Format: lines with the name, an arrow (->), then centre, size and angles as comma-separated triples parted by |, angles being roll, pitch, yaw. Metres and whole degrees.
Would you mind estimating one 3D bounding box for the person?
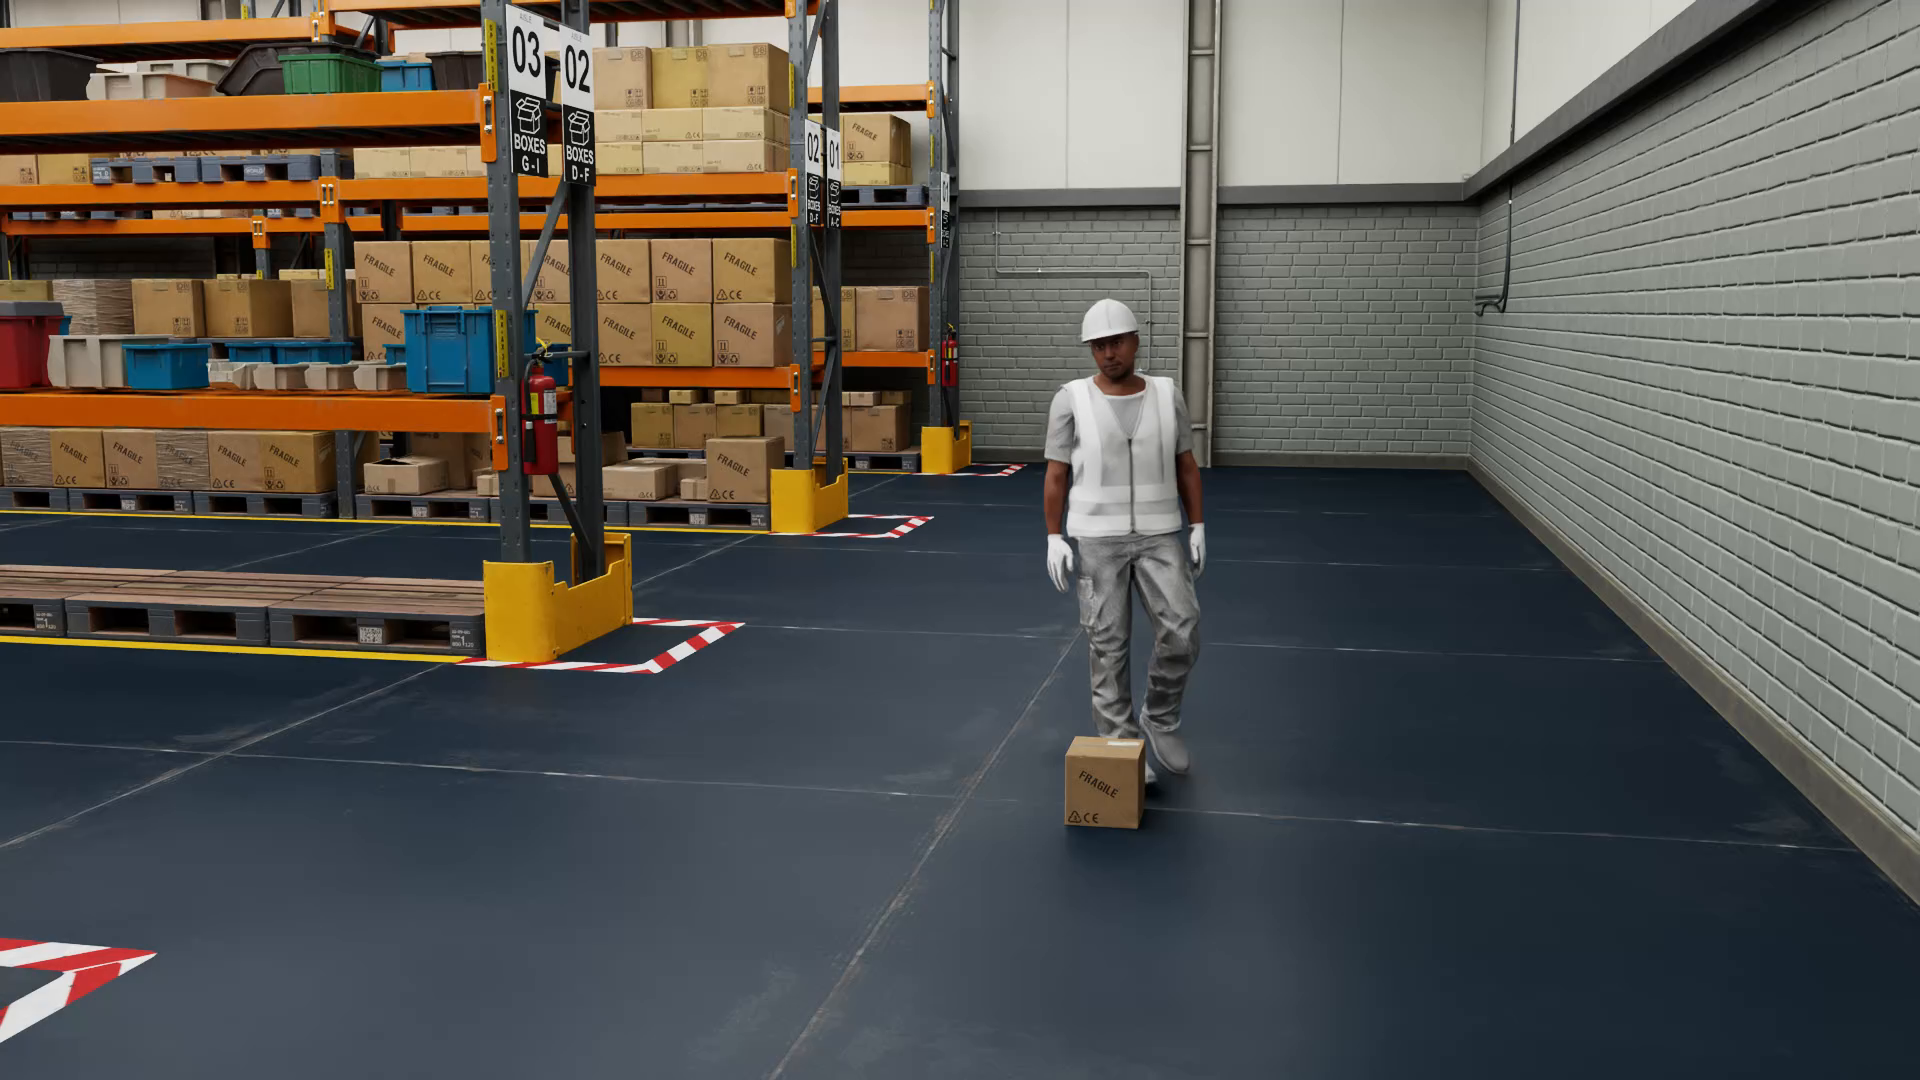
person -> 0.618, 0.013, 6.106 | 0.595, 1.783, 0.460 | -1, 8, -7
